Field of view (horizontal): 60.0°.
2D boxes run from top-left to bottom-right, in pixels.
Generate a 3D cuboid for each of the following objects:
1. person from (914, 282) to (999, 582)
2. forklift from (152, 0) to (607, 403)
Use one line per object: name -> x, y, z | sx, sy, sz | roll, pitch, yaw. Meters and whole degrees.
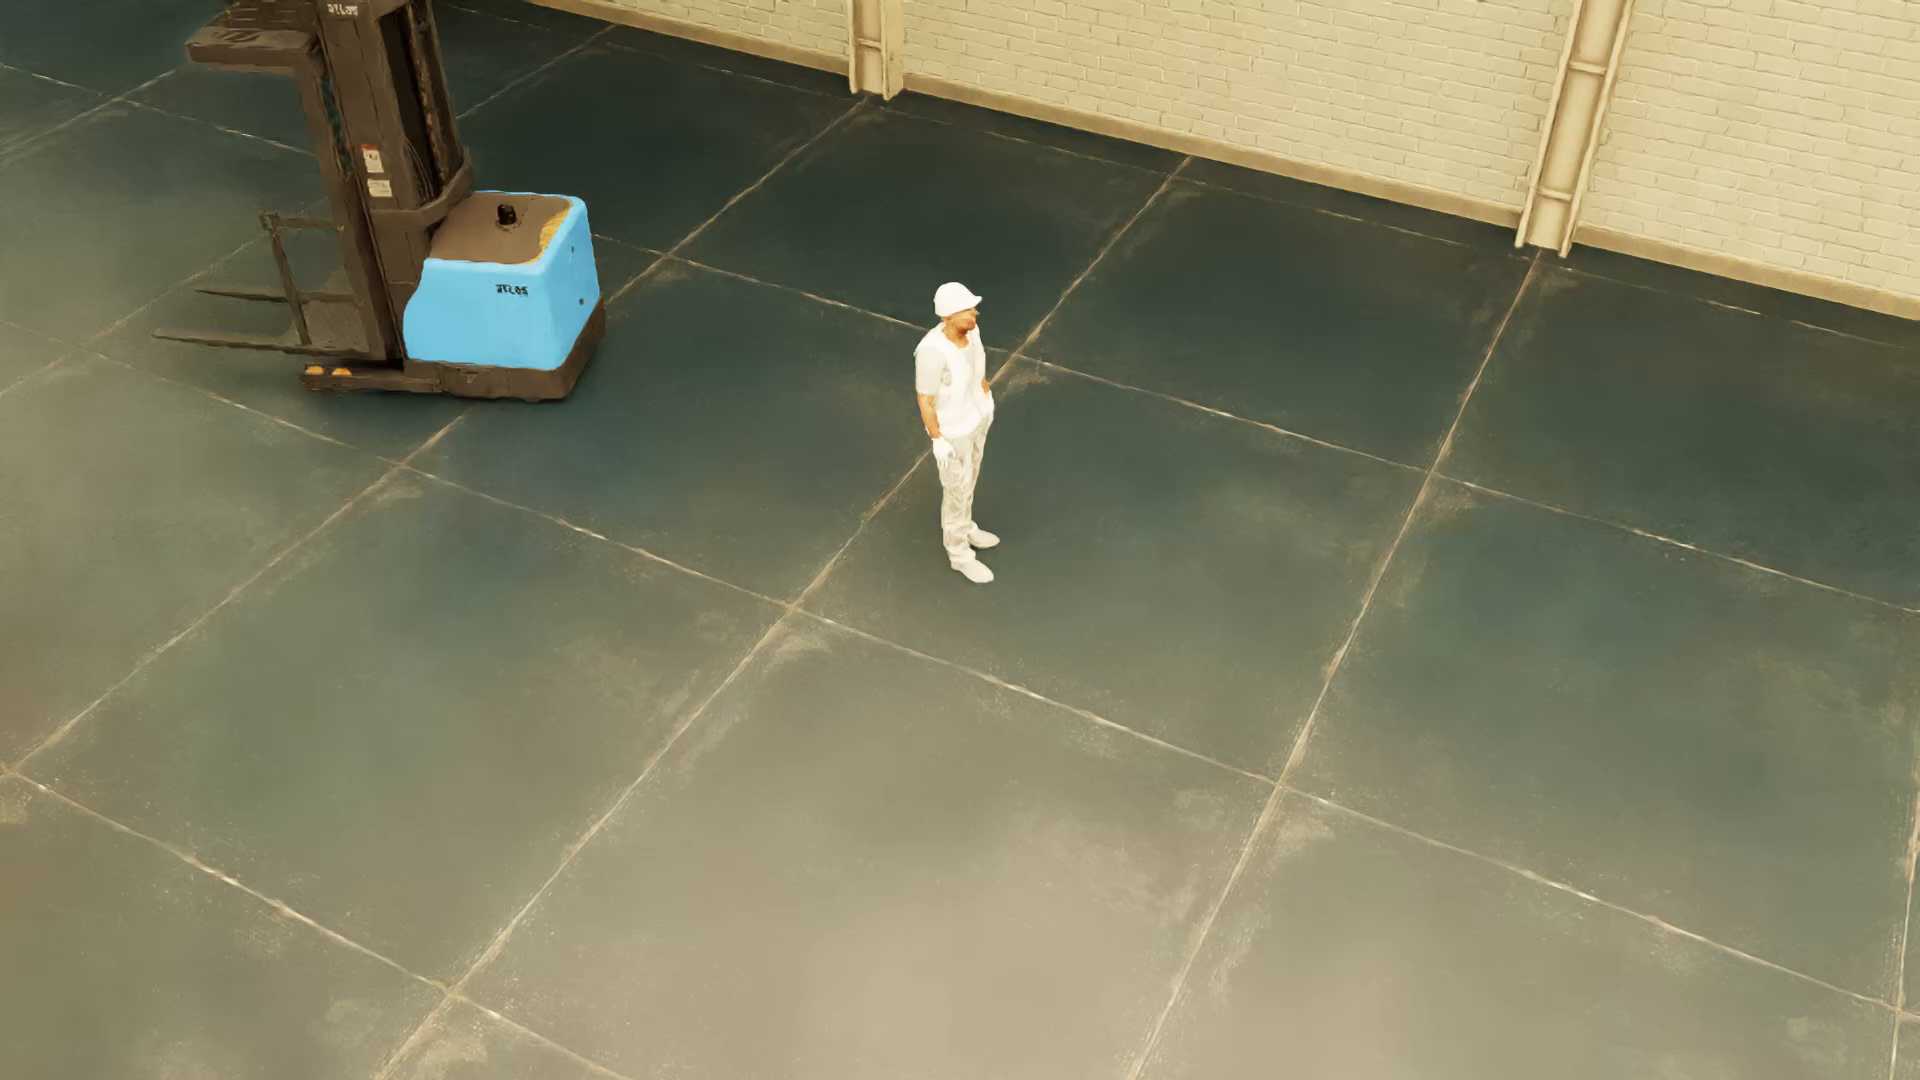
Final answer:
person -> 0.060, -0.662, 9.652 | 0.576, 1.782, 0.655 | 18, 43, 21
forklift -> -4.106, -2.473, 10.923 | 3.031, 2.935, 1.130 | 5, 40, 6
